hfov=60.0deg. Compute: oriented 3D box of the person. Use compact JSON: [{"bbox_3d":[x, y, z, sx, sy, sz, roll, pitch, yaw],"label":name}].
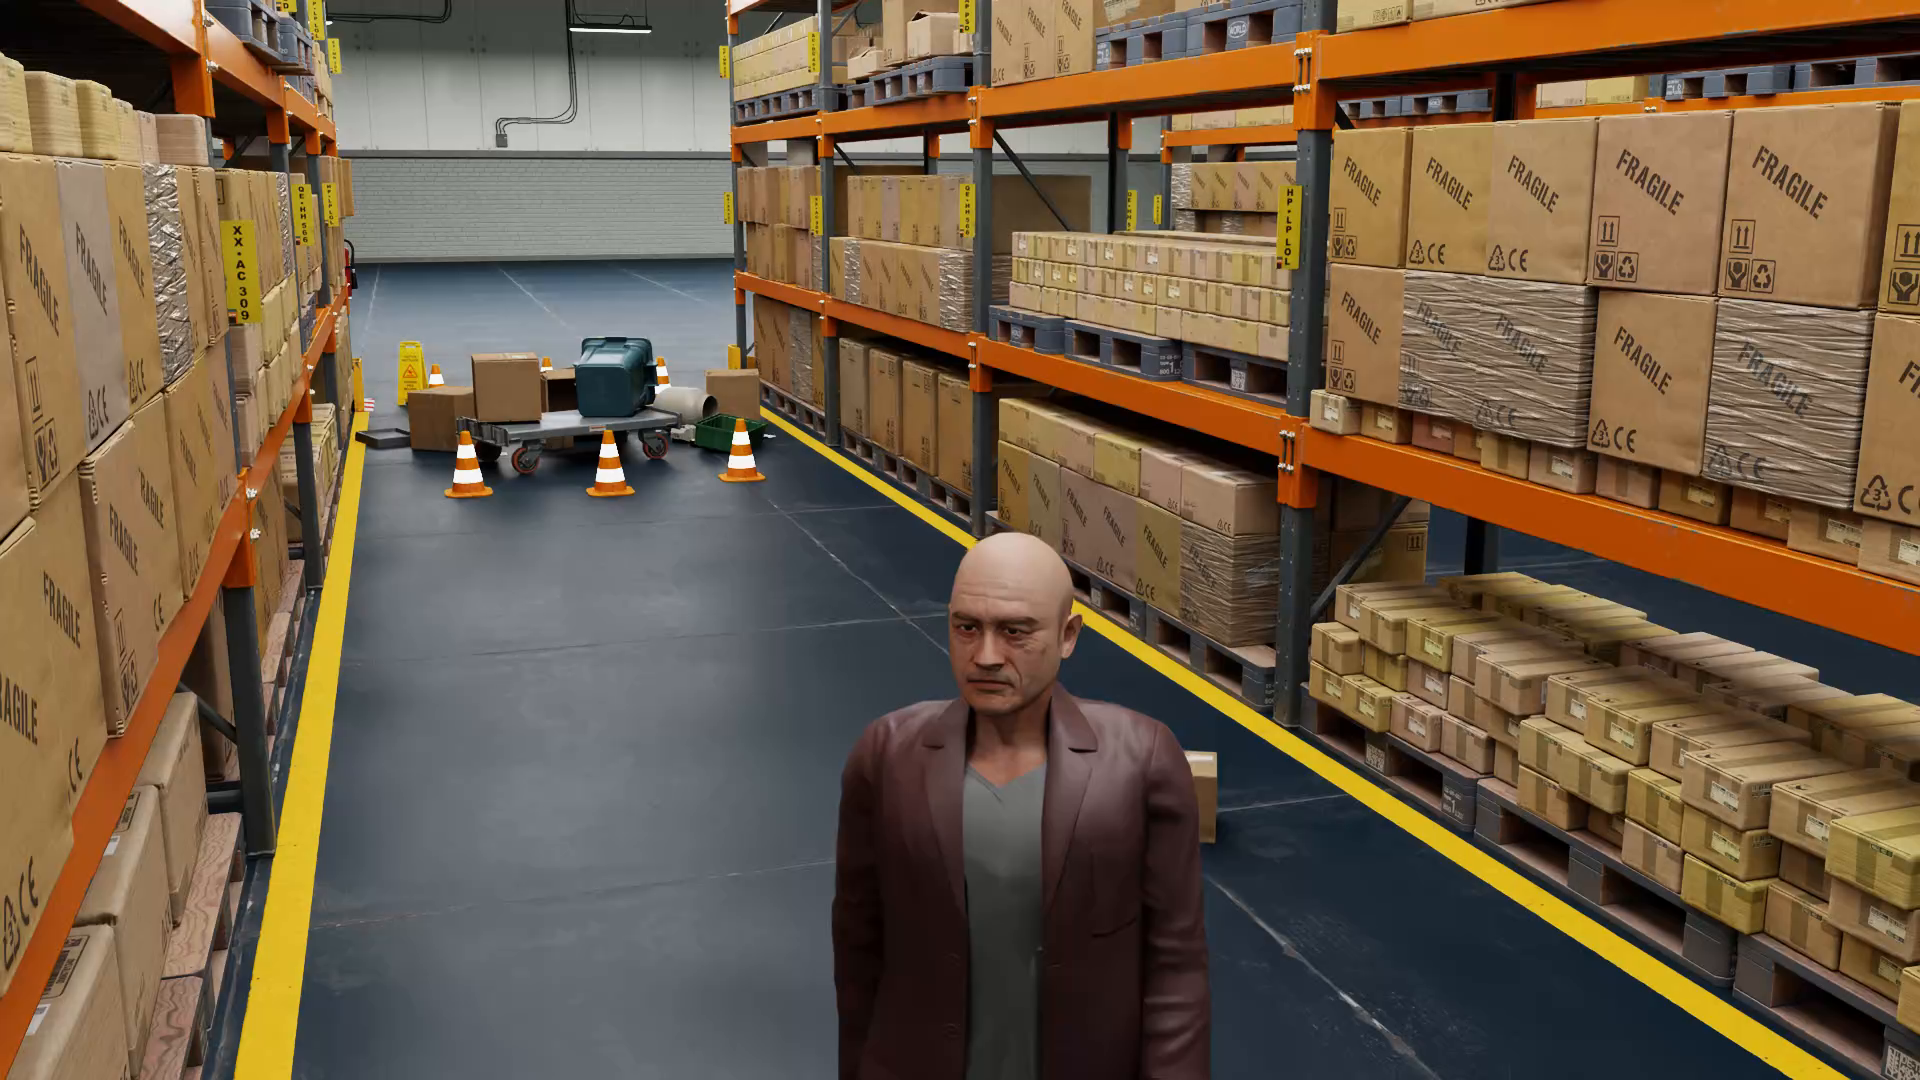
[{"bbox_3d":[0.087,0.848,2.511,0.581,1.759,0.877,2,12,7],"label":"person"}]
